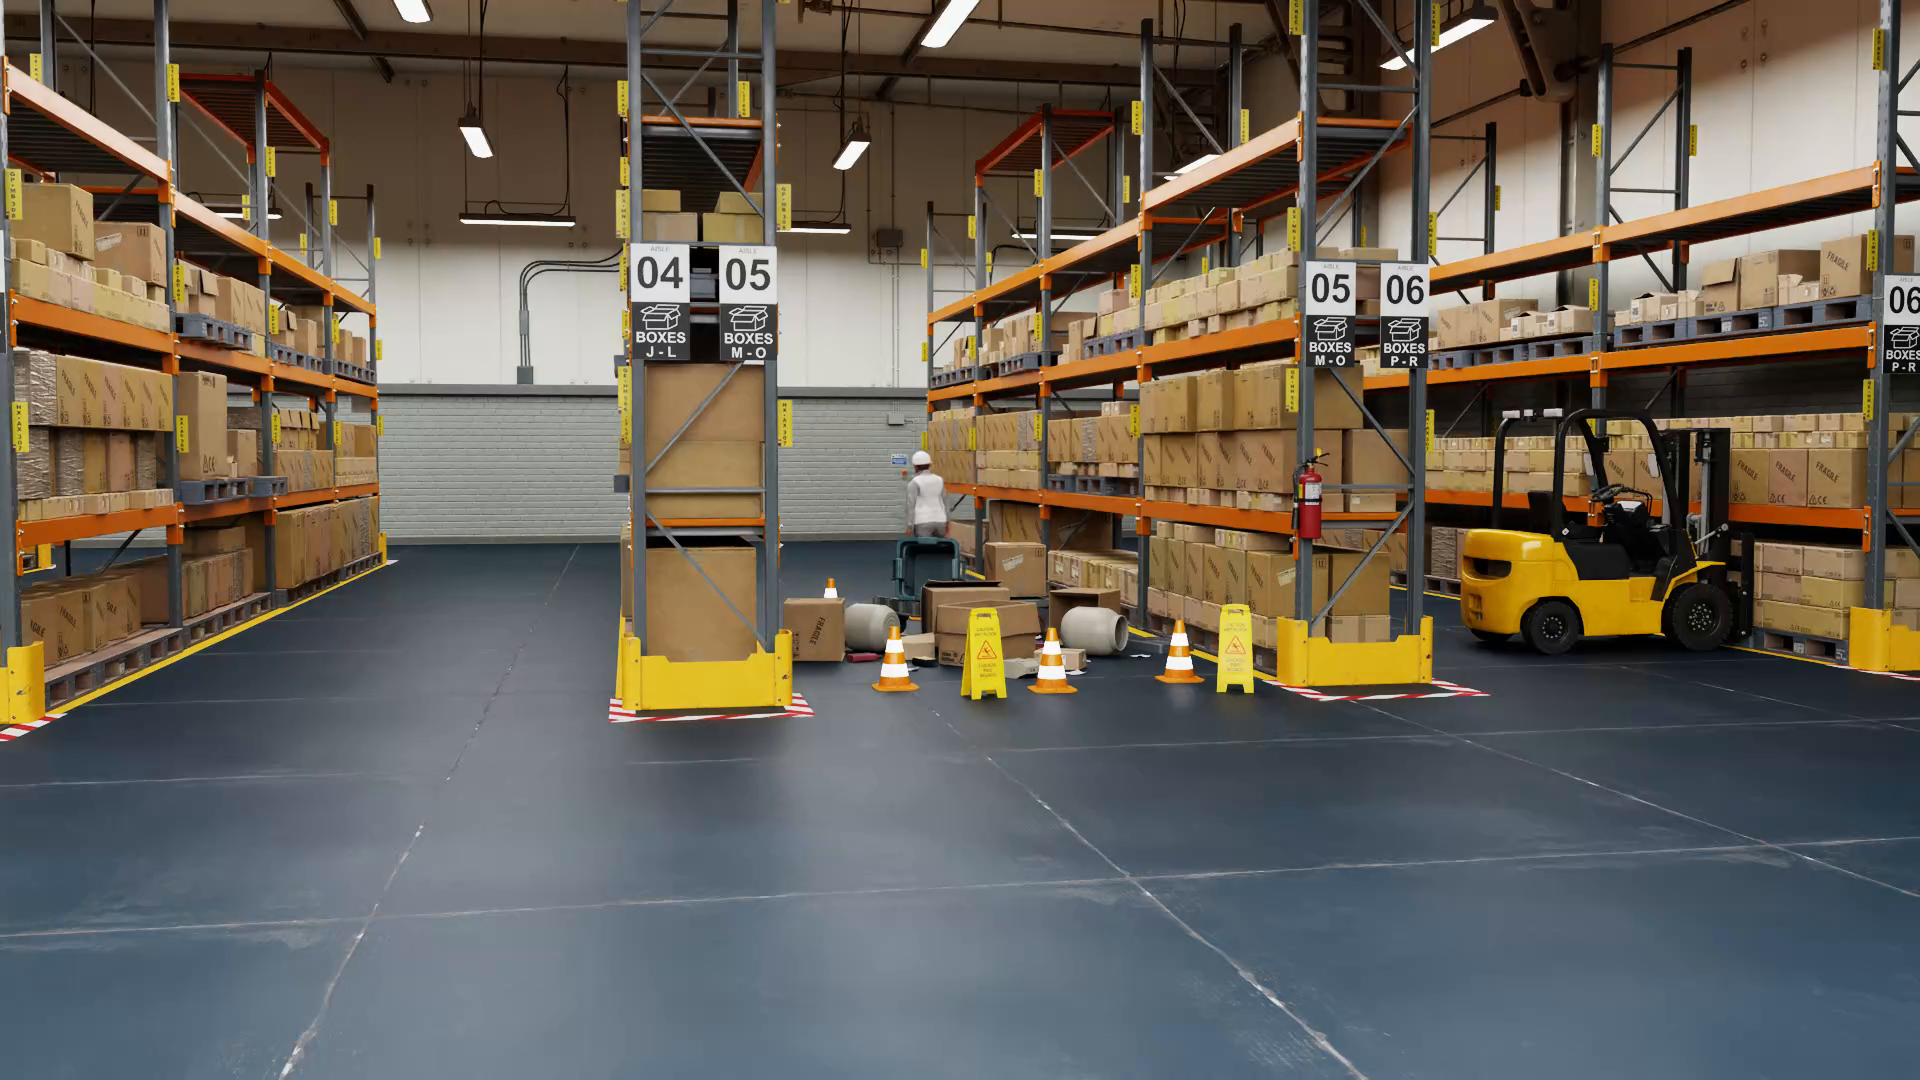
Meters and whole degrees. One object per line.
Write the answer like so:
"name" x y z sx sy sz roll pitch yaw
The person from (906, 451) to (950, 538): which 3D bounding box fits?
"person" -0.365 -0.165 19.587 0.569 1.755 0.544 -2 4 -39
